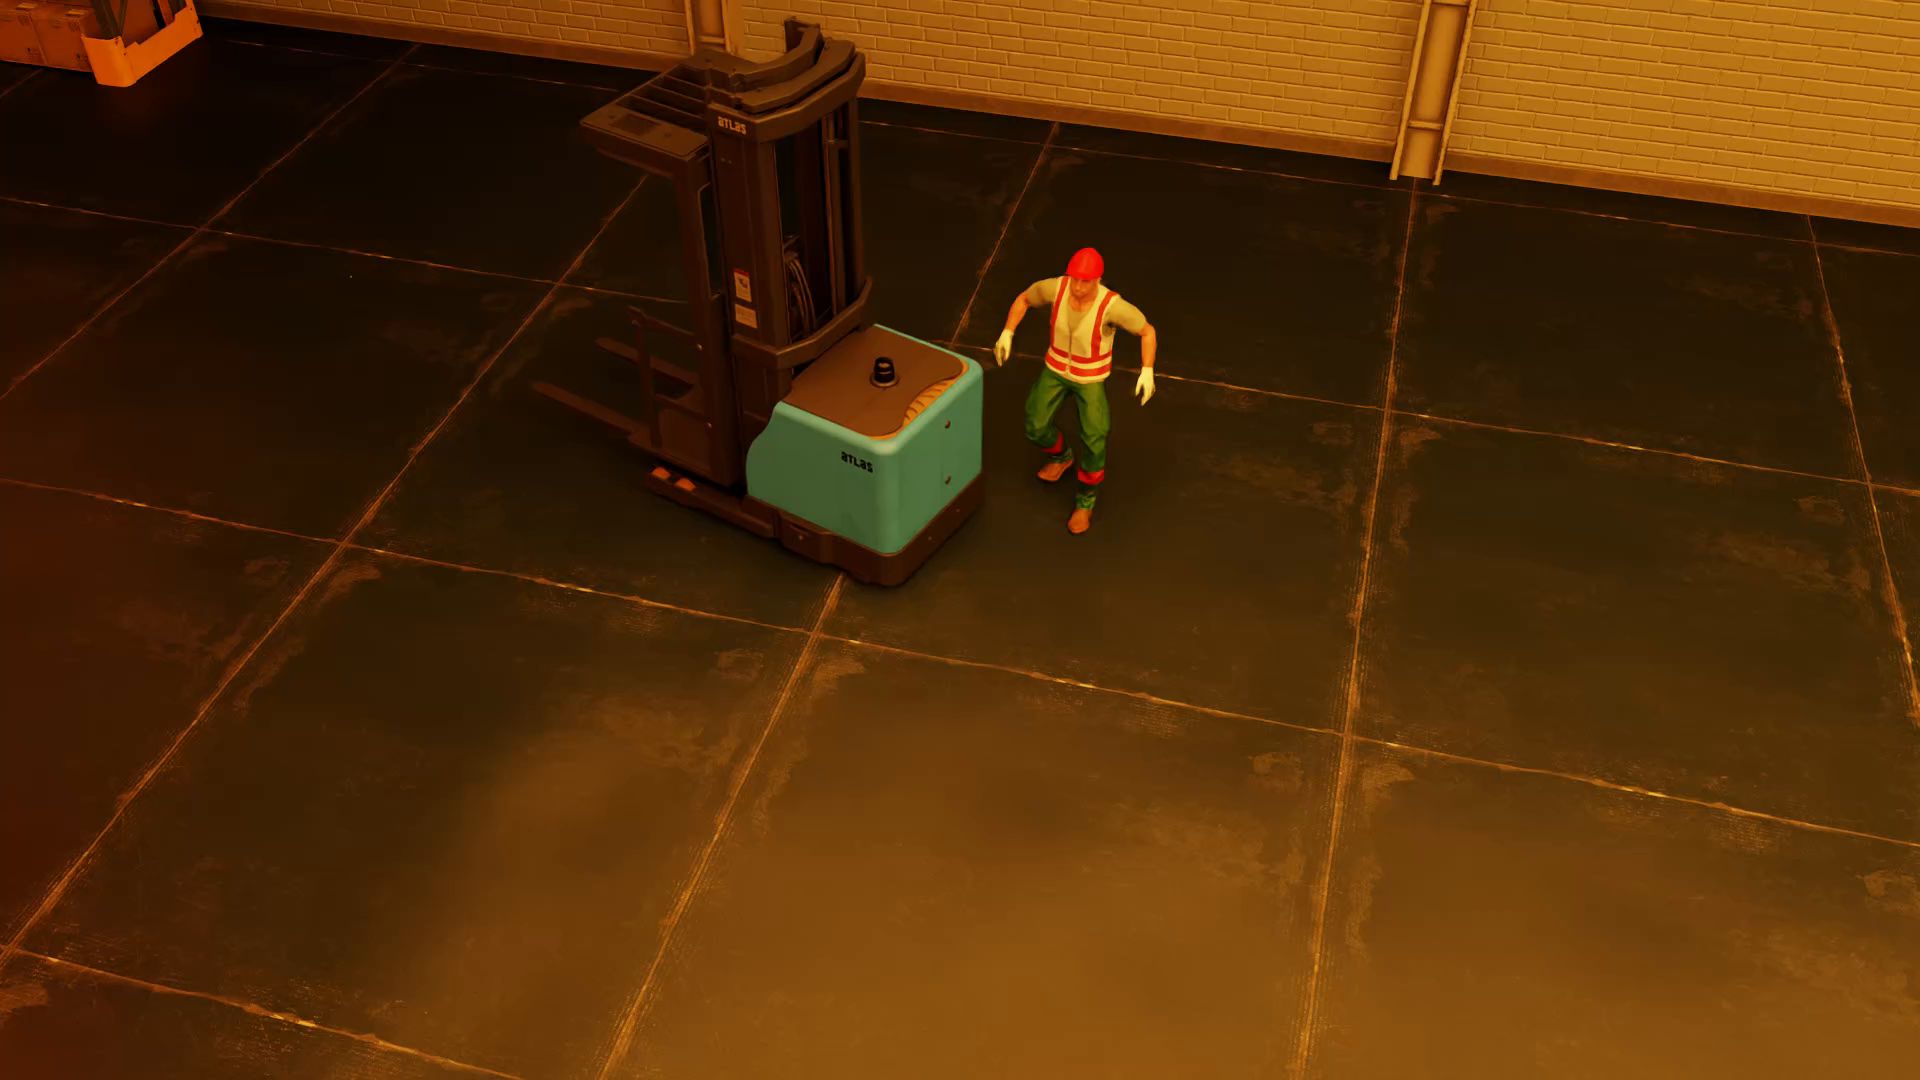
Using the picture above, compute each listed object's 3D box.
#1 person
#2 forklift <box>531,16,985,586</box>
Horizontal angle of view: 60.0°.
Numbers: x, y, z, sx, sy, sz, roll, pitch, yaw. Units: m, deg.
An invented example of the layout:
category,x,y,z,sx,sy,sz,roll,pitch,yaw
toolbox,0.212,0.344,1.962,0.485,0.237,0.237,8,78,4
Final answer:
category,x,y,z,sx,sy,sz,roll,pitch,yaw
person,0.649,-0.915,9.858,0.998,1.722,0.683,19,45,21
forklift,-1.365,-1.586,9.670,3.031,2.935,1.130,23,46,24
